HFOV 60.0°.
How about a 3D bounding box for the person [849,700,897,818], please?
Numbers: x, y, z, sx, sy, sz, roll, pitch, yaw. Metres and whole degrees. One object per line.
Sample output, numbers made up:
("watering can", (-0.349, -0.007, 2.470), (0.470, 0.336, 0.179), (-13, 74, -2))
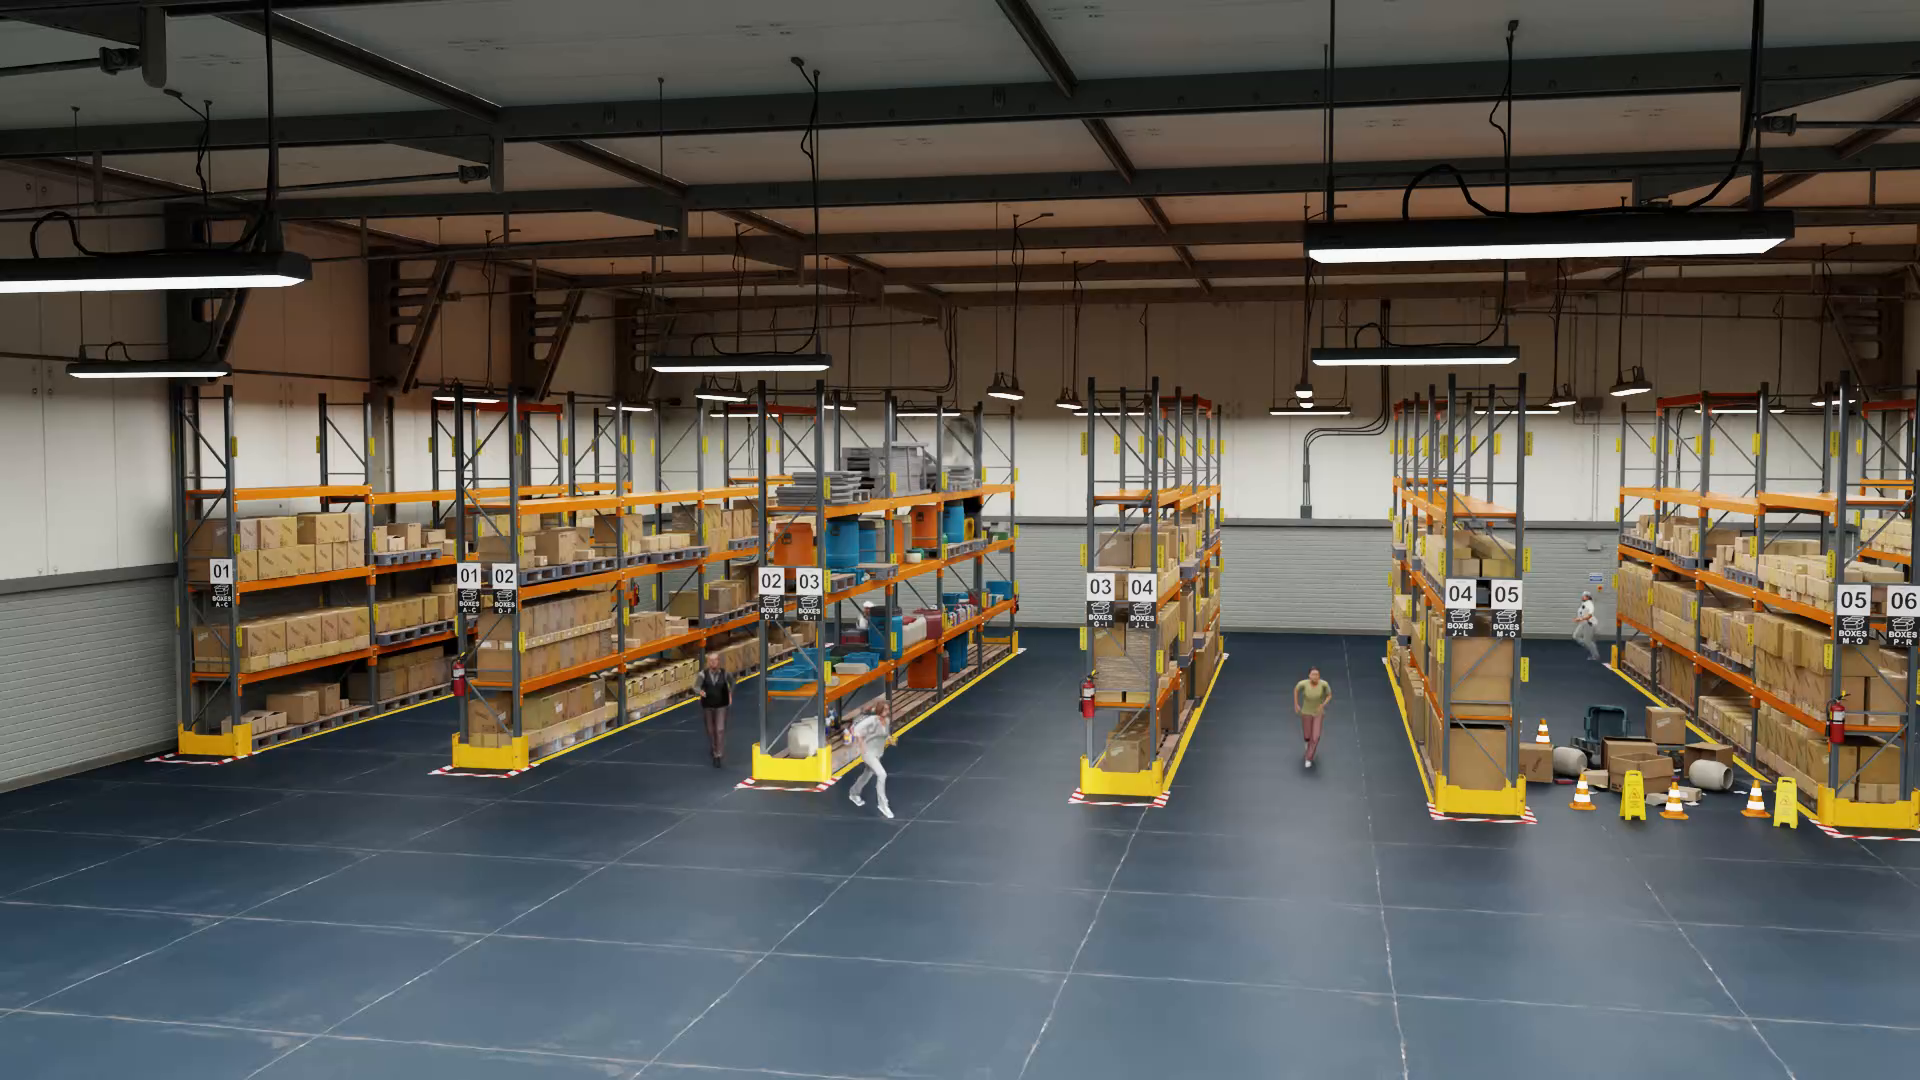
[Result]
("person", (-1.229, 2.953, 22.723), (0.864, 1.576, 0.529), (3, 4, 39))

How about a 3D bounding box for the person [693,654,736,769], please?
("person", (-3.880, 2.665, 26.278), (0.660, 1.746, 0.925), (0, 3, -2))

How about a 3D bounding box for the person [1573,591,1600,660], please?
("person", (14.692, 1.999, 39.058), (0.661, 1.619, 0.581), (0, 3, 1))

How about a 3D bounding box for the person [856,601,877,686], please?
("person", (-1.915, 2.186, 34.995), (0.596, 1.823, 0.874), (0, 3, 4))

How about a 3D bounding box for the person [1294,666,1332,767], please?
("person", (5.549, 2.758, 26.189), (0.573, 1.602, 0.705), (0, 3, 4))
